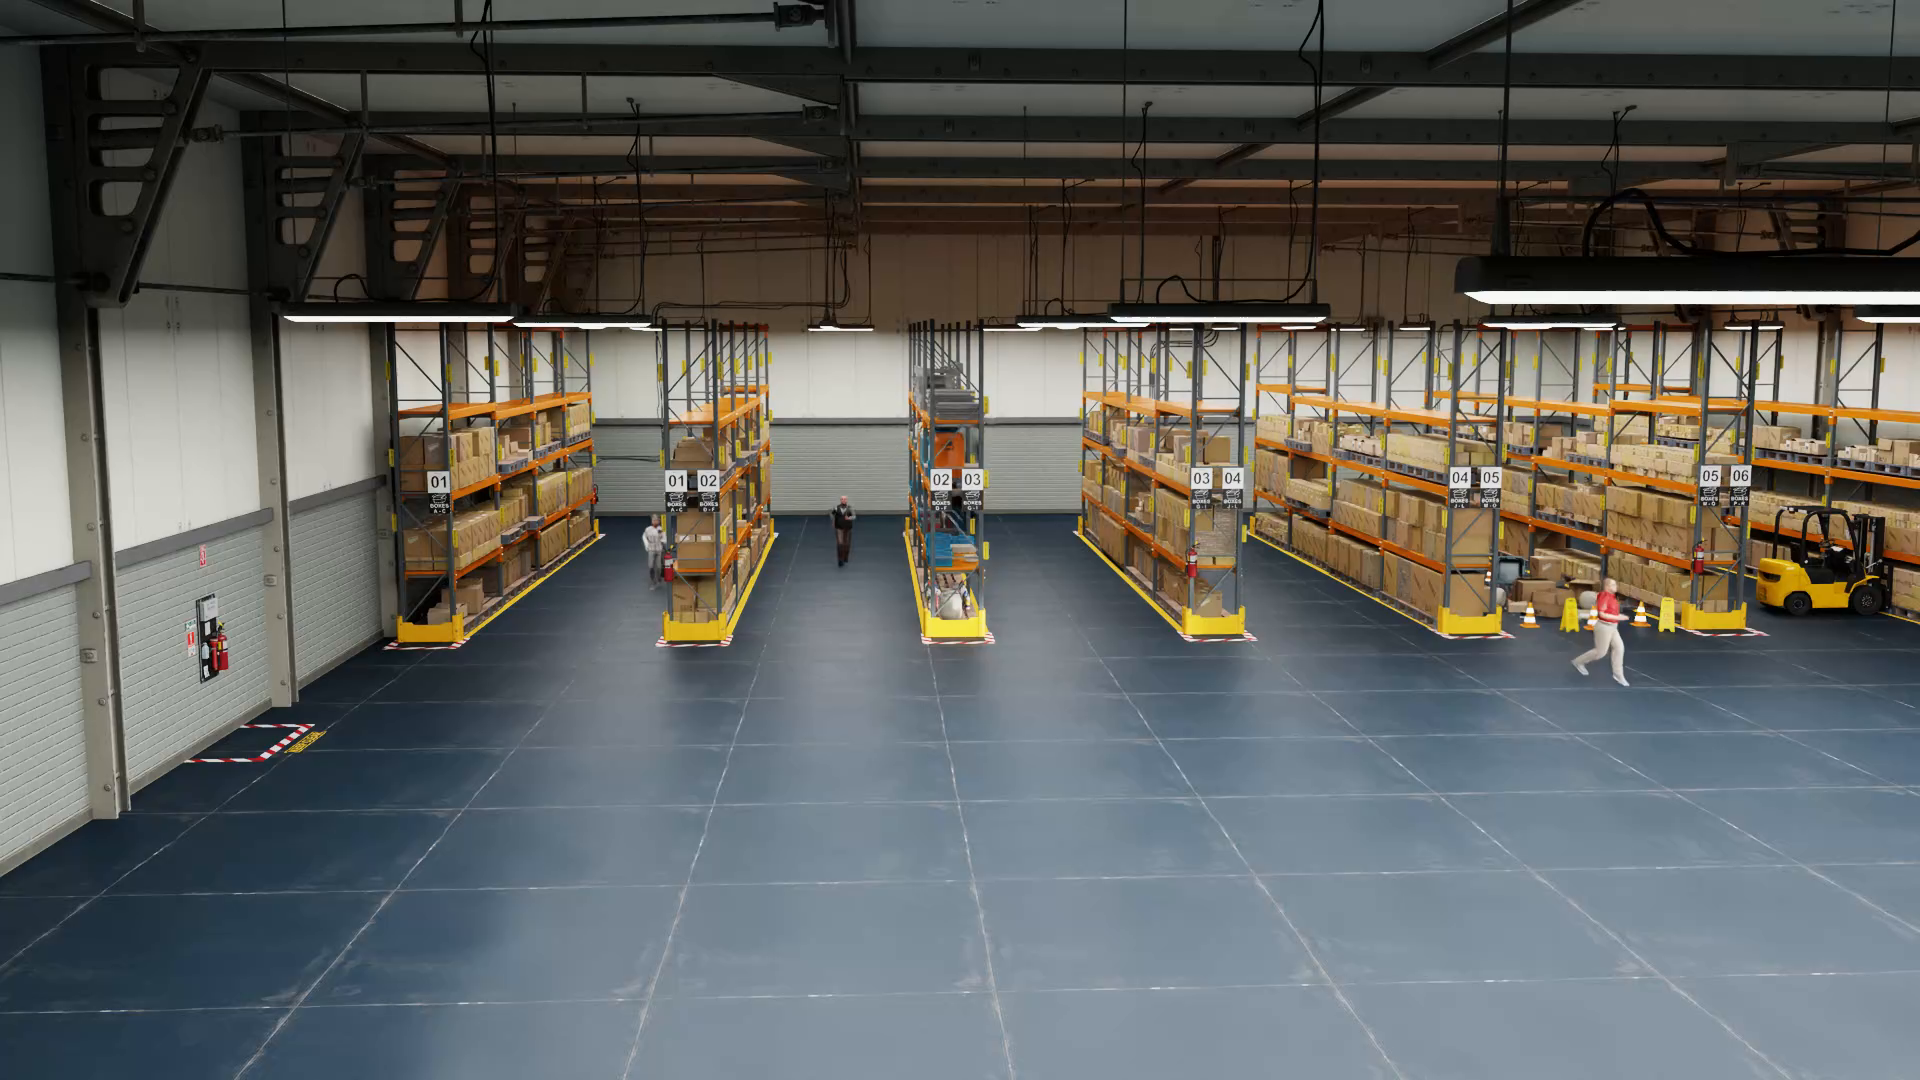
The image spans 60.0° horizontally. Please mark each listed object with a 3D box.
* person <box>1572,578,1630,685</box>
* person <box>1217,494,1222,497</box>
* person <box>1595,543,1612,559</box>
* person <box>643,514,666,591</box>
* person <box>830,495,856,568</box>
[{"bbox_3d":[10.610,1.514,27.453,0.937,1.780,0.665,5,9,35],"label":"person"},{"bbox_3d":[7.181,-0.958,47.708,0.656,1.608,0.782,1,7,9],"label":"person"},{"bbox_3d":[15.998,-0.178,41.189,0.564,1.633,0.566,-1,7,-5],"label":"person"},{"bbox_3d":[-6.842,0.280,37.347,0.592,1.736,0.677,-1,7,-6],"label":"person"},{"bbox_3d":[-2.888,-0.219,41.229,0.630,1.782,0.774,-1,7,-11],"label":"person"}]
